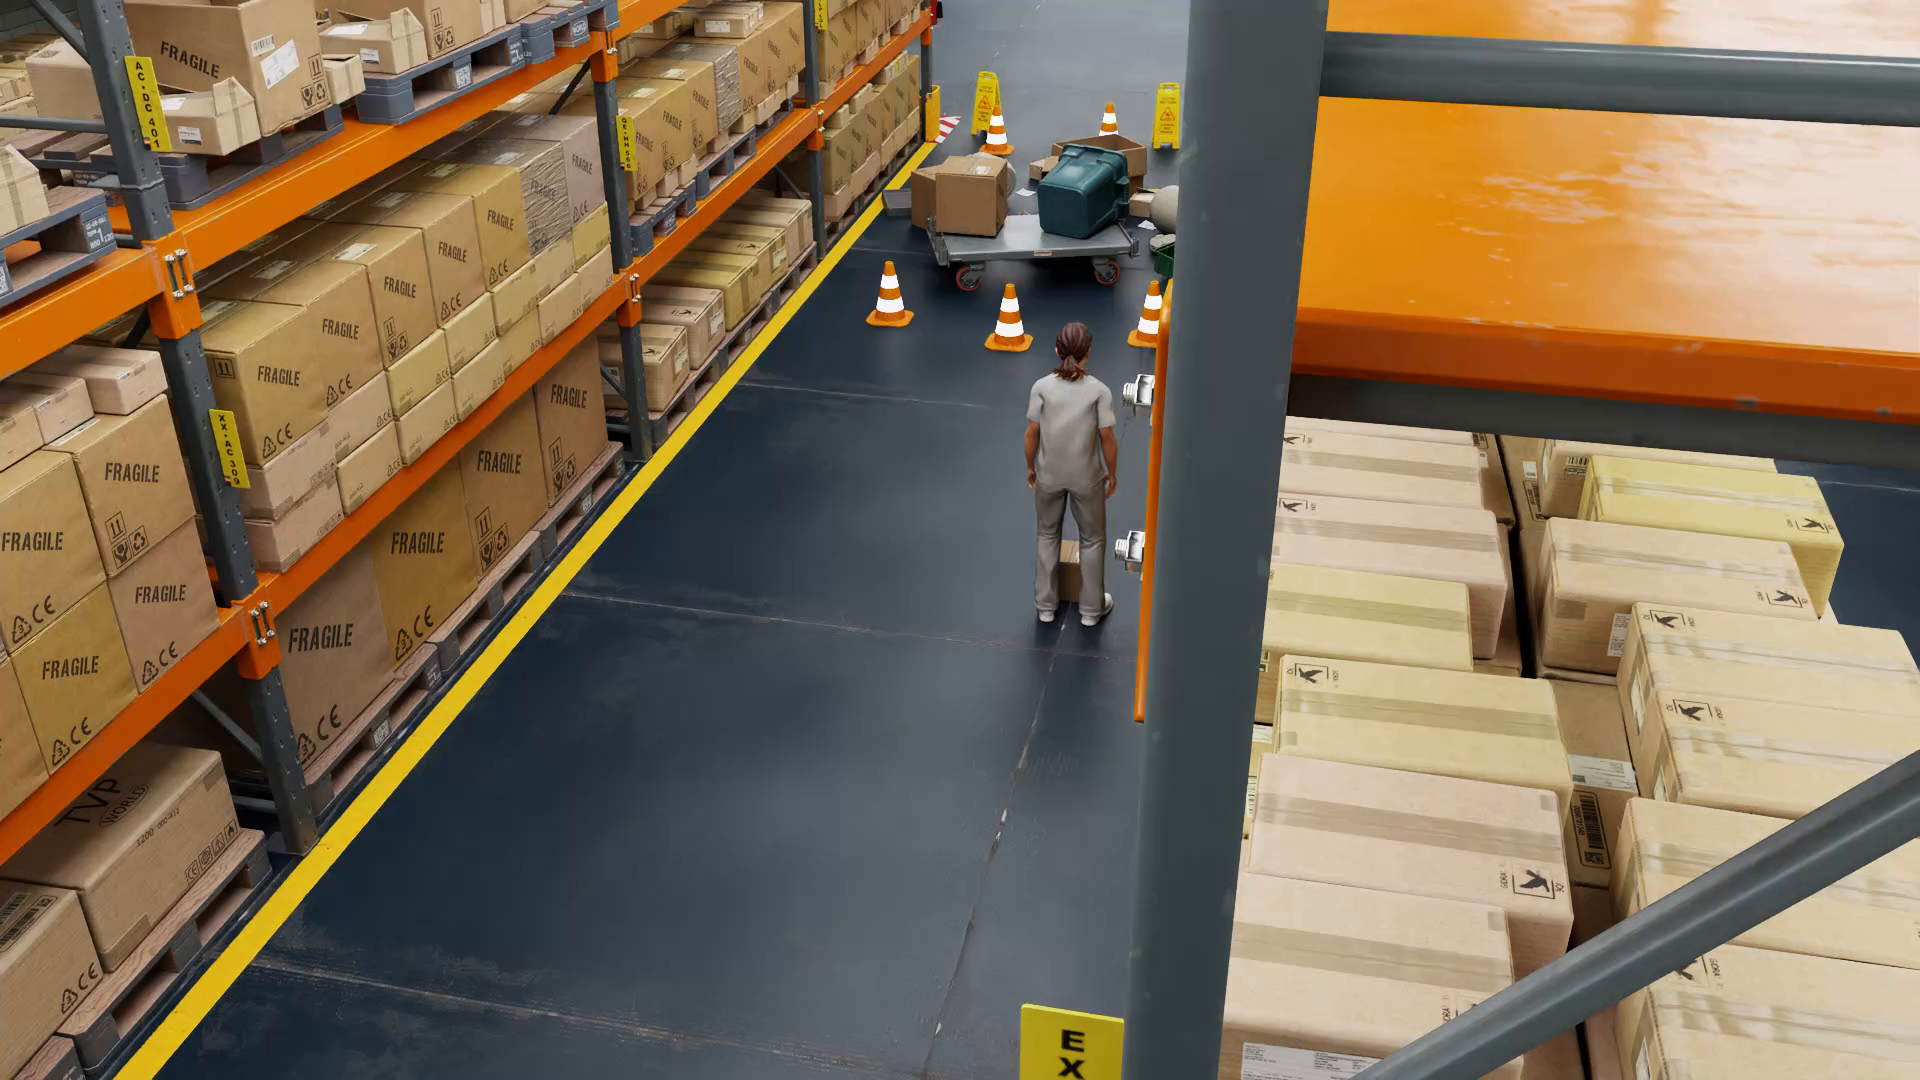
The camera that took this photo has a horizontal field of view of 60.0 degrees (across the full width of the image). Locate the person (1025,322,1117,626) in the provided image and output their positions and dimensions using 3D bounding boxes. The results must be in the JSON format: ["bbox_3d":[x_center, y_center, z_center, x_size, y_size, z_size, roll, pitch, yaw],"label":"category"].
[{"bbox_3d":[0.580,-0.332,8.727,0.486,1.673,0.357,6,30,11],"label":"person"}]
